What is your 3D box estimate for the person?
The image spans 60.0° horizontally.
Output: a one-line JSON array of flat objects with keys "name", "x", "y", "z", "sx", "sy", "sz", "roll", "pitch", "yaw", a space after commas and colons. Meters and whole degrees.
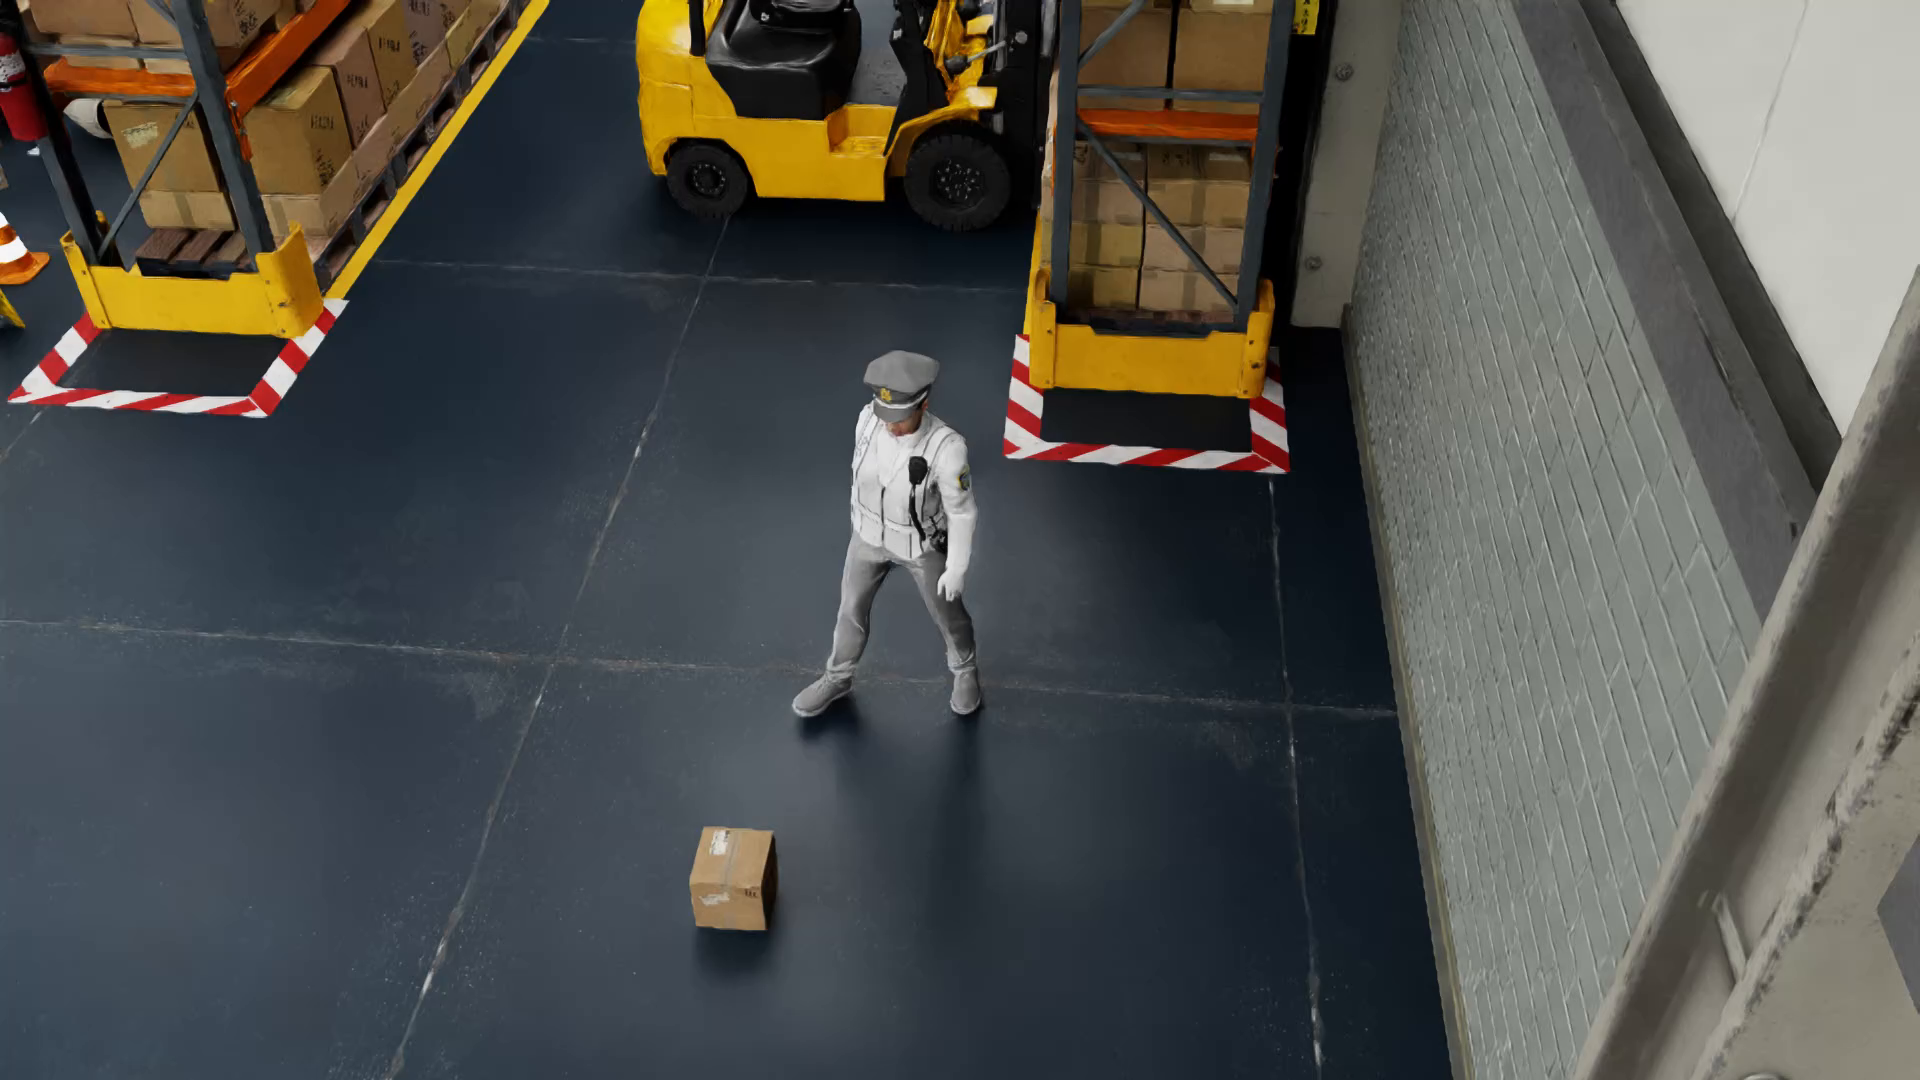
[{"name": "person", "x": -0.249, "y": 0.009, "z": 6.120, "sx": 0.649, "sy": 1.649, "sz": 0.622, "roll": 21, "pitch": 44, "yaw": 23}]
